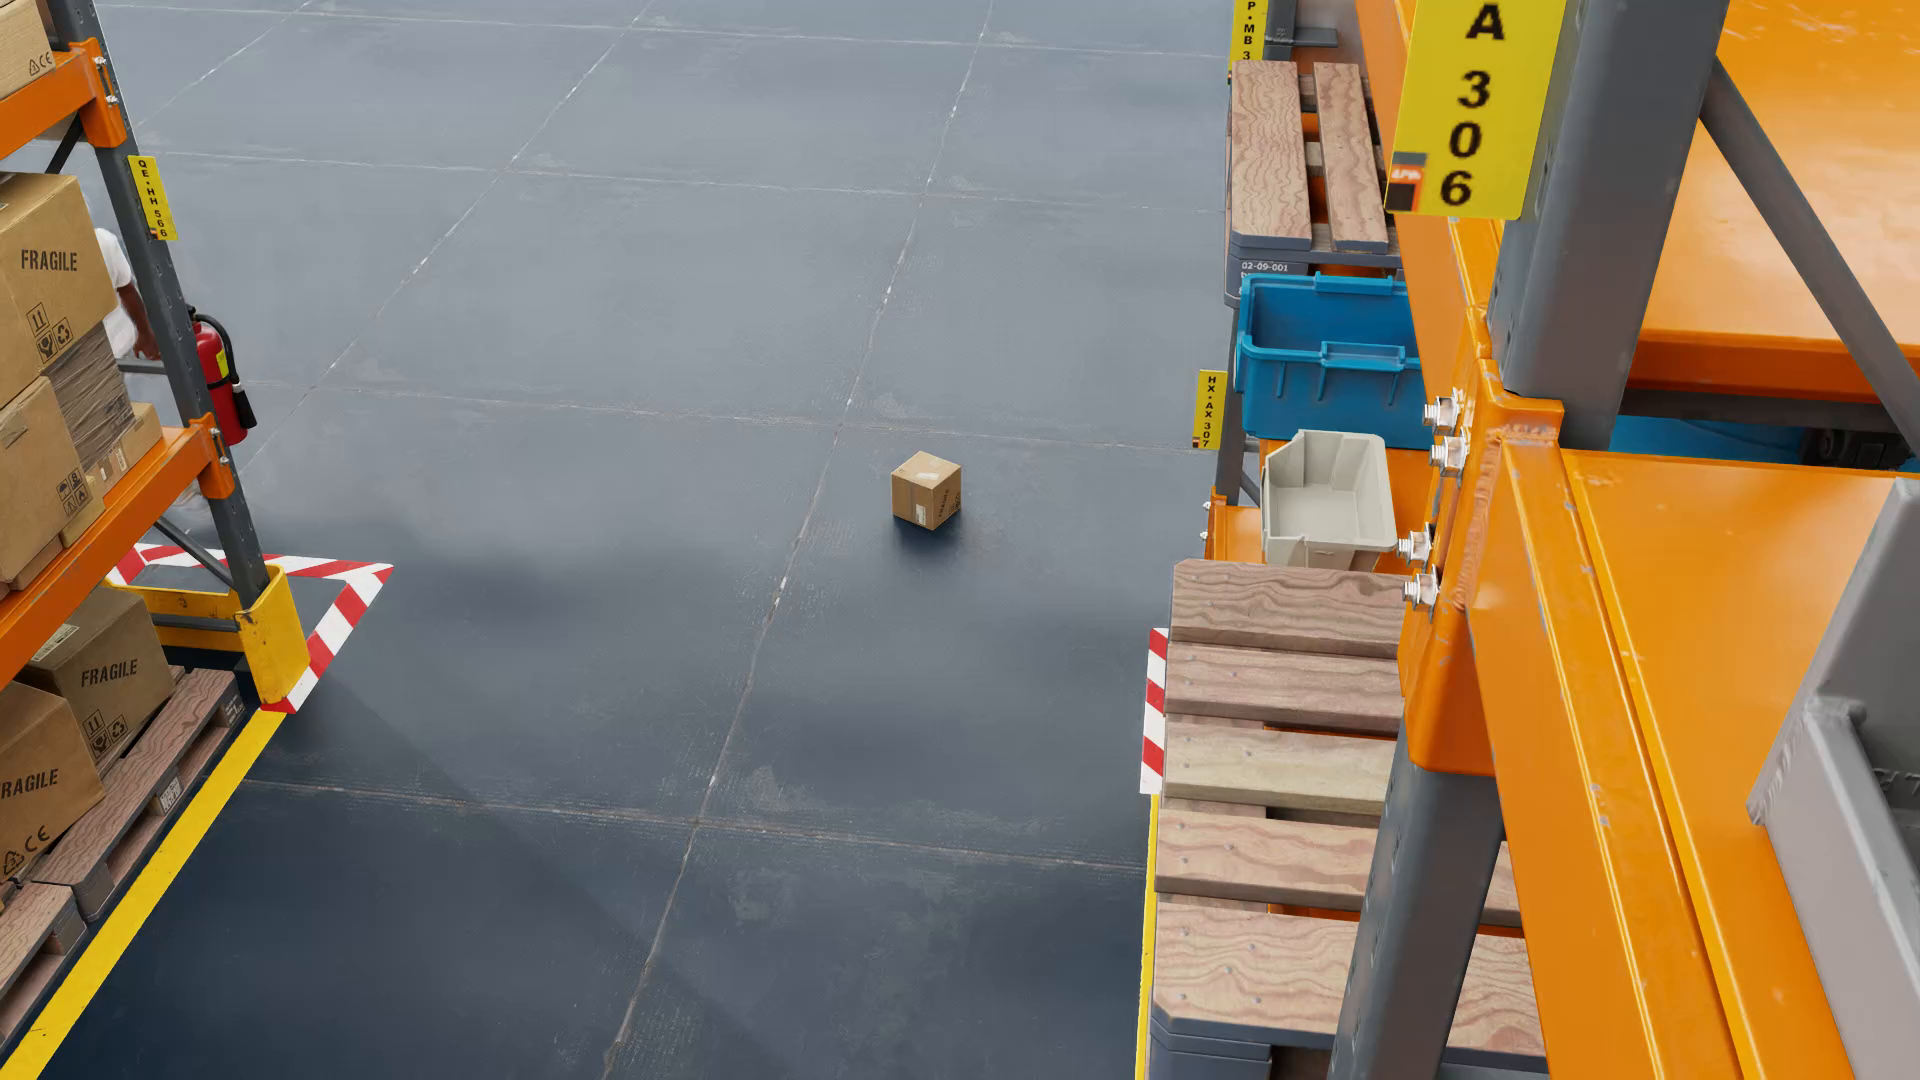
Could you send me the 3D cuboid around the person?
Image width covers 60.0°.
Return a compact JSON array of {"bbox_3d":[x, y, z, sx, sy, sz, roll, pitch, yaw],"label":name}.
[{"bbox_3d":[-4.092,-0.885,7.861,0.904,1.737,0.580,5,36,7],"label":"person"}]
